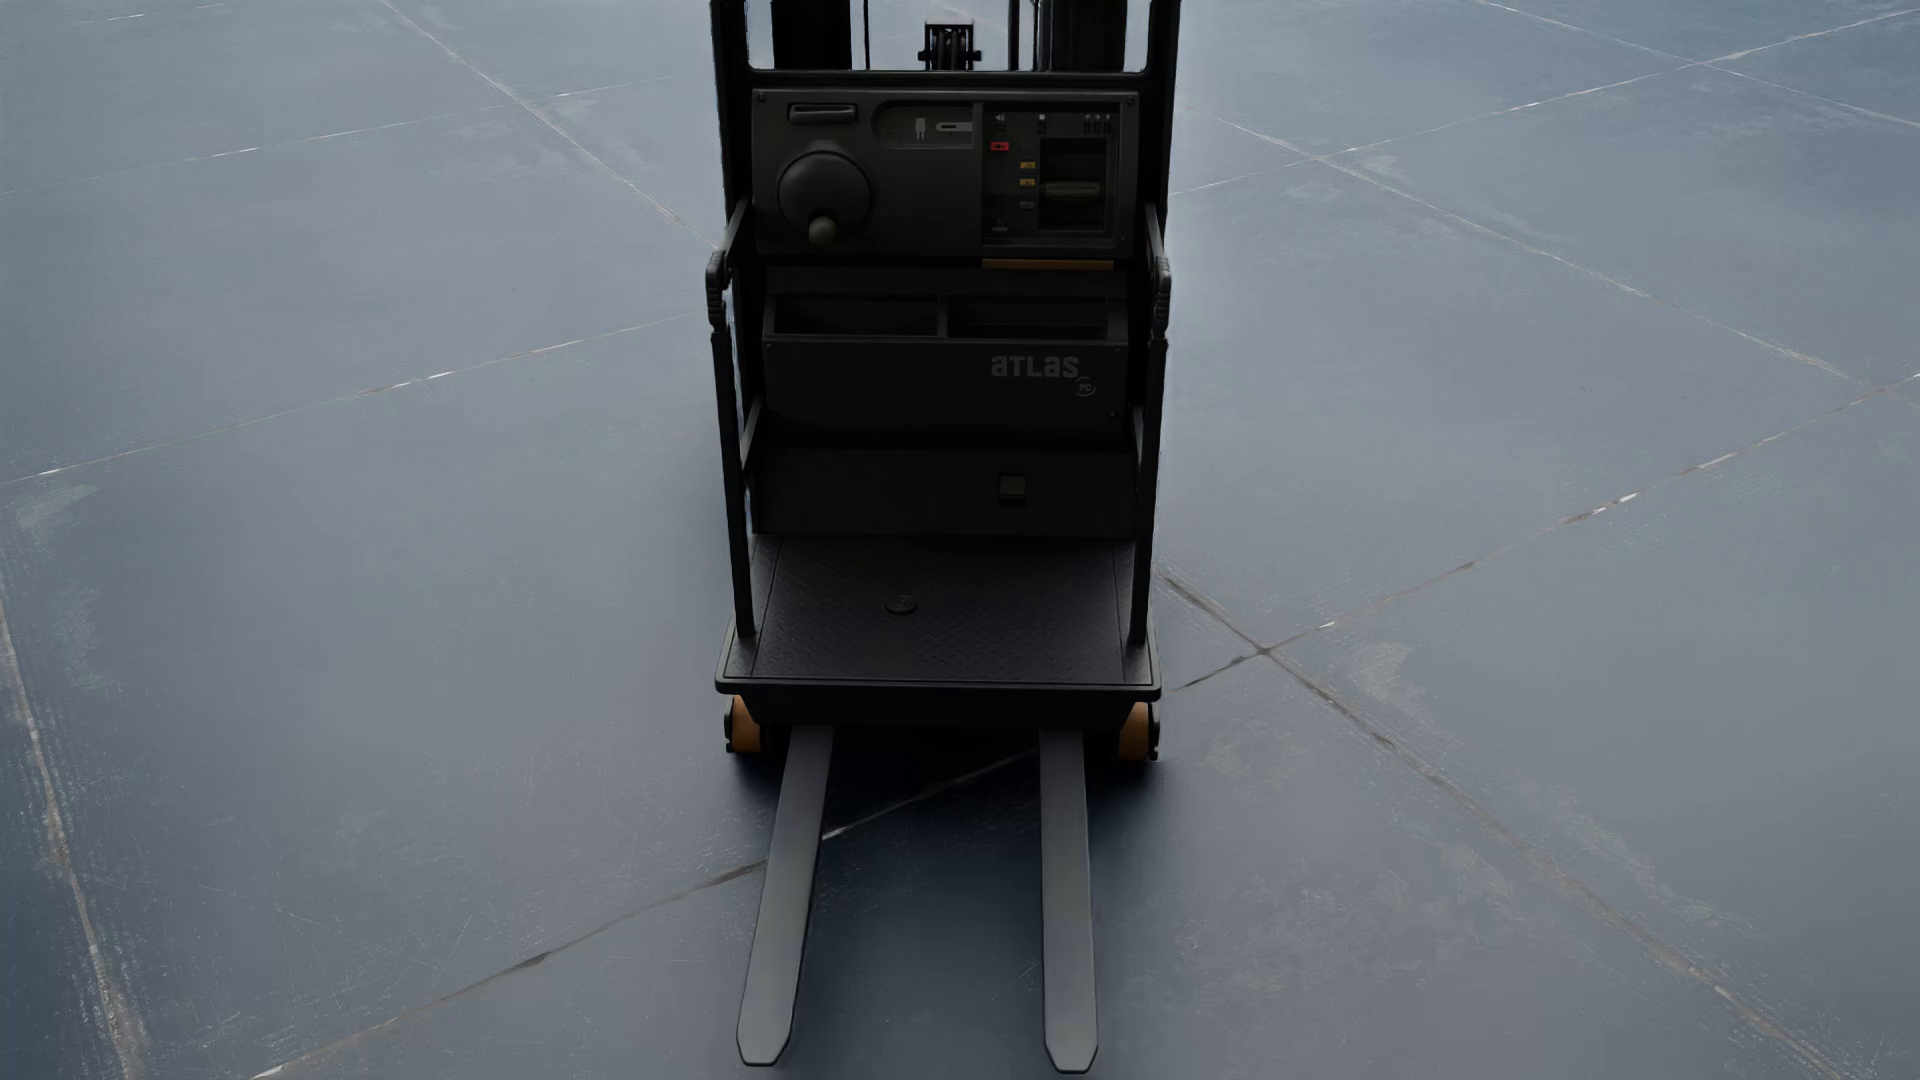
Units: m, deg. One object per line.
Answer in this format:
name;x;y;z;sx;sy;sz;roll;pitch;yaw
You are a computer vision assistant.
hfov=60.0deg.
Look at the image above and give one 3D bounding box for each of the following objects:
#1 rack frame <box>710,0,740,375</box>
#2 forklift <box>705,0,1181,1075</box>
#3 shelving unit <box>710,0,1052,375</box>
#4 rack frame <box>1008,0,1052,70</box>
rack frame;-0.770;-1.142;5.655;0.032;1.500;0.500;-6;33;-9
forklift;-0.041;-0.837;3.830;1.130;2.935;3.031;1;32;1
shelving unit;-0.271;-1.193;5.735;1.048;1.500;0.538;-6;33;-9
rack frame;0.228;-1.244;5.816;0.032;1.500;0.500;-6;33;-9
